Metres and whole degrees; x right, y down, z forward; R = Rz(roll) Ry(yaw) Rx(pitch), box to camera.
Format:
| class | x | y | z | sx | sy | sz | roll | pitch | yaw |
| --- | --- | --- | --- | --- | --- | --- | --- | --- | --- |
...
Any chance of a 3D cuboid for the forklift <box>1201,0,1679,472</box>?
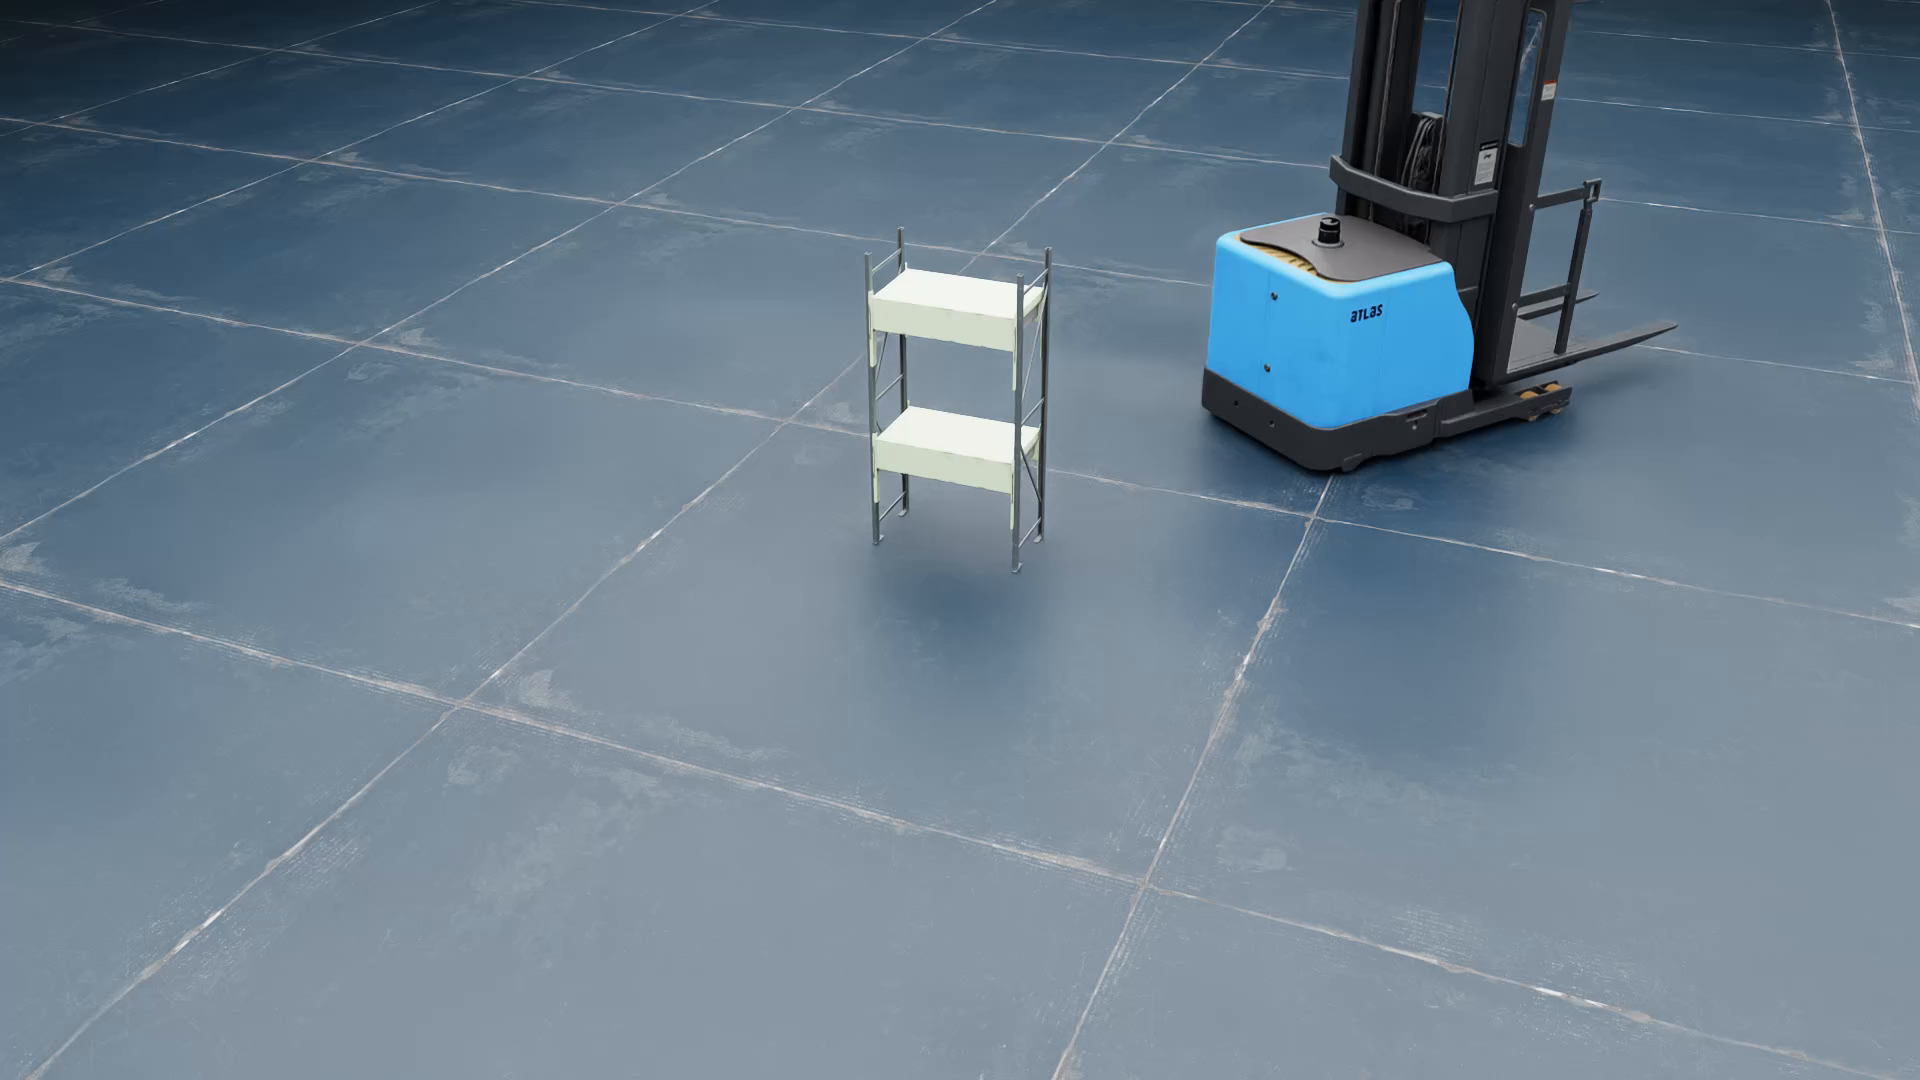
| class | x | y | z | sx | sy | sz | roll | pitch | yaw |
| --- | --- | --- | --- | --- | --- | --- | --- | --- | --- |
| forklift | 2.904 | -2.159 | 9.091 | 3.031 | 2.935 | 1.130 | -16 | 33 | -26 |

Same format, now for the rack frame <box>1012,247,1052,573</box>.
| class | x | y | z | sx | sy | sz | roll | pitch | yaw |
| --- | --- | --- | --- | --- | --- | --- | --- | --- | --- |
| rack frame | 0.333 | -0.586 | 7.763 | 0.023 | 1.500 | 0.400 | 11 | 31 | 19 |

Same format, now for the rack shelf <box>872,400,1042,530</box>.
| class | x | y | z | sx | sy | sz | roll | pitch | yaw |
| --- | --- | --- | --- | --- | --- | --- | --- | --- | --- |
| rack shelf | -0.006 | -0.370 | 8.044 | 0.720 | 0.370 | 0.431 | 11 | 31 | 19 |

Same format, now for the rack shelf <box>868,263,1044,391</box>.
| class | x | y | z | sx | sy | sz | roll | pitch | yaw |
| --- | --- | --- | --- | --- | --- | --- | --- | --- | --- |
| rack shelf | -0.006 | -0.994 | 7.691 | 0.720 | 0.370 | 0.431 | 11 | 31 | 19 |

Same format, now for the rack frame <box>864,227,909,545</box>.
| class | x | y | z | sx | sy | sz | roll | pitch | yaw |
| --- | --- | --- | --- | --- | --- | --- | --- | --- | --- |
| rack frame | -0.345 | -0.722 | 8.003 | 0.023 | 1.500 | 0.400 | 11 | 31 | 19 |

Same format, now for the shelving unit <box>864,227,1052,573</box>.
| class | x | y | z | sx | sy | sz | roll | pitch | yaw |
| --- | --- | --- | --- | --- | --- | --- | --- | --- | --- |
| shelving unit | -0.006 | -0.654 | 7.883 | 0.755 | 1.500 | 0.431 | 11 | 31 | 19 |
